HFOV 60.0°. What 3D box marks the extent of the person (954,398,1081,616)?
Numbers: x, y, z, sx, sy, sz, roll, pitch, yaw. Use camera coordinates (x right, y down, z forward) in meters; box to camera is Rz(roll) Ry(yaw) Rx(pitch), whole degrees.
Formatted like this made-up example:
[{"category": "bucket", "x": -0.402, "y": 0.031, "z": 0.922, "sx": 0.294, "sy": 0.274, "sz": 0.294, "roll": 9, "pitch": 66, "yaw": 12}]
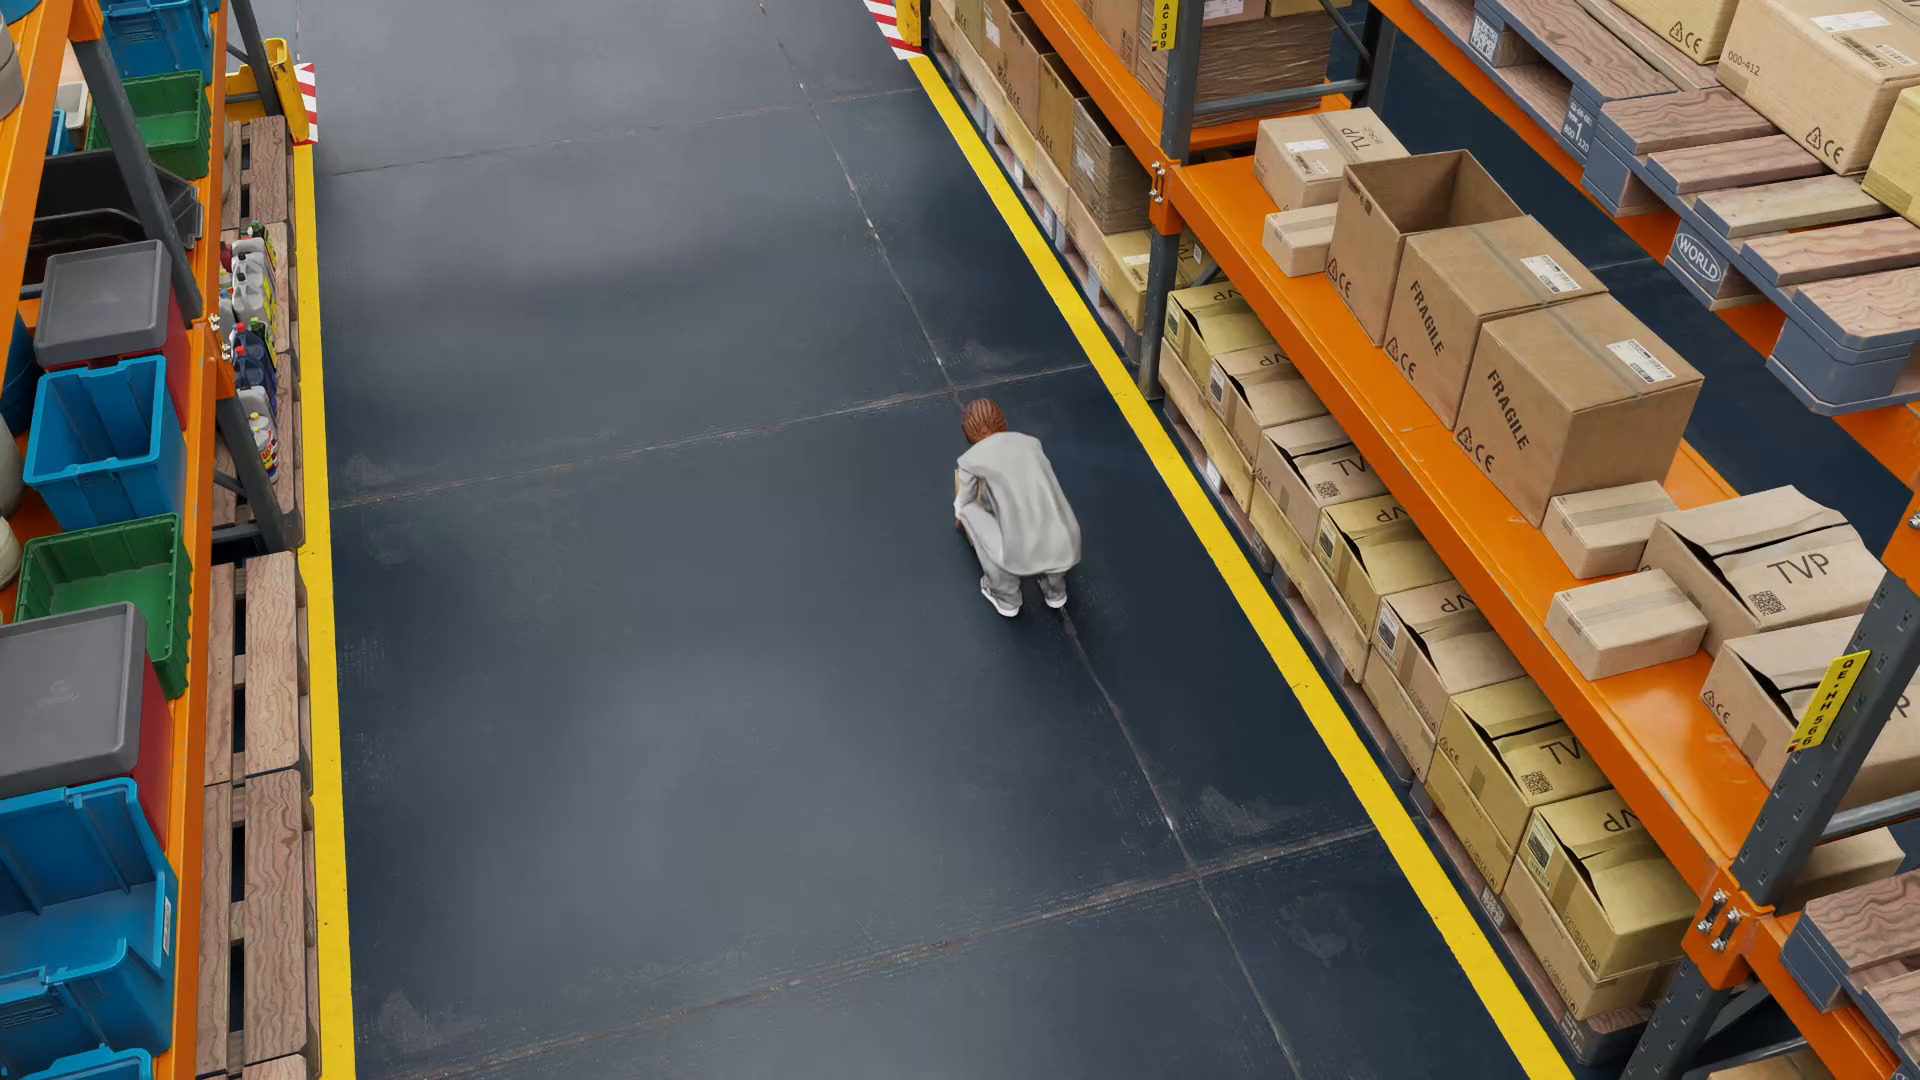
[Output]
[{"category": "person", "x": 0.229, "y": -0.091, "z": 6.982, "sx": 0.433, "sy": 0.762, "sz": 0.835, "roll": -12, "pitch": 44, "yaw": -12}]
